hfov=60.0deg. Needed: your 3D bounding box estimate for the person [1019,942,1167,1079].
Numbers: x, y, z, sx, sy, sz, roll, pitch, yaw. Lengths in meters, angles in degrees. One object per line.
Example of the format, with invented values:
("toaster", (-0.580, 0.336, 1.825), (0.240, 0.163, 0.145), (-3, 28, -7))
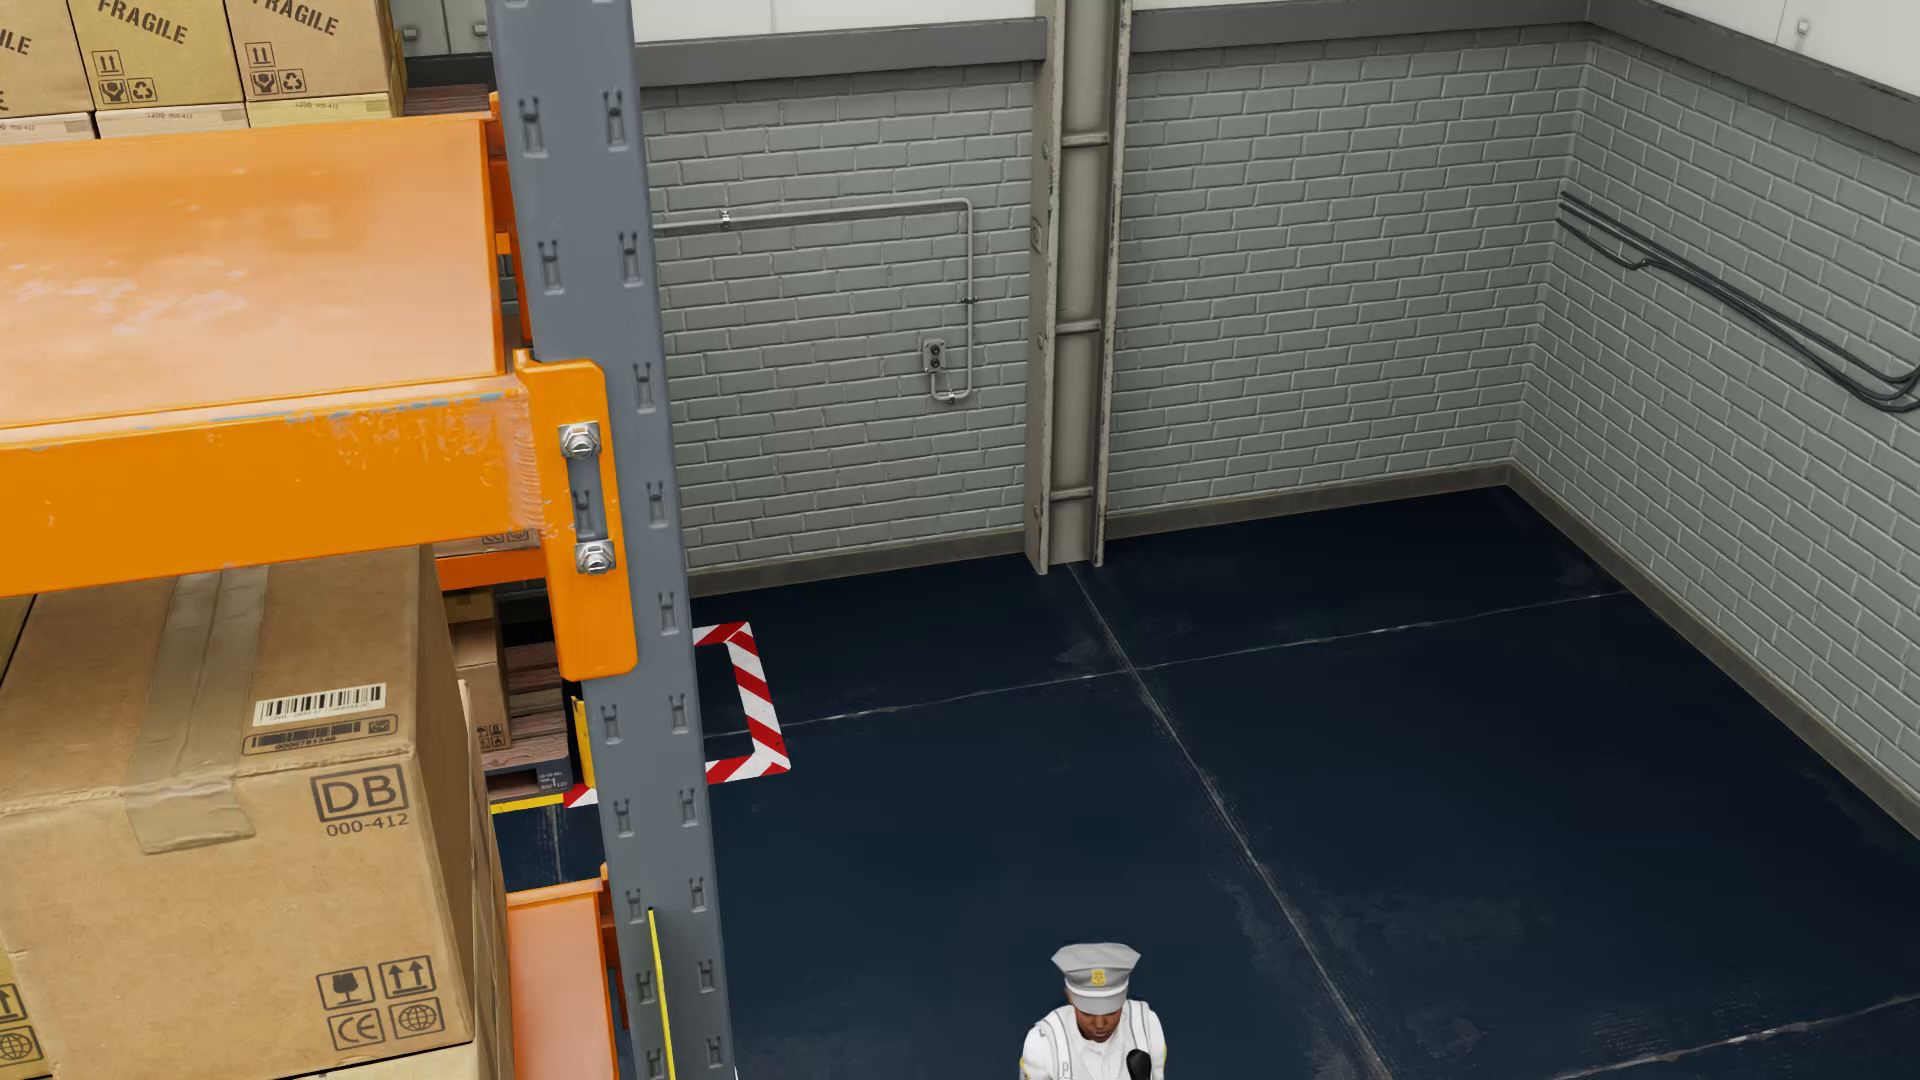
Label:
("person", (-3.511, 4.003, 1.218), (10.037, 1.809, 7.324), (-7, 31, -11))
